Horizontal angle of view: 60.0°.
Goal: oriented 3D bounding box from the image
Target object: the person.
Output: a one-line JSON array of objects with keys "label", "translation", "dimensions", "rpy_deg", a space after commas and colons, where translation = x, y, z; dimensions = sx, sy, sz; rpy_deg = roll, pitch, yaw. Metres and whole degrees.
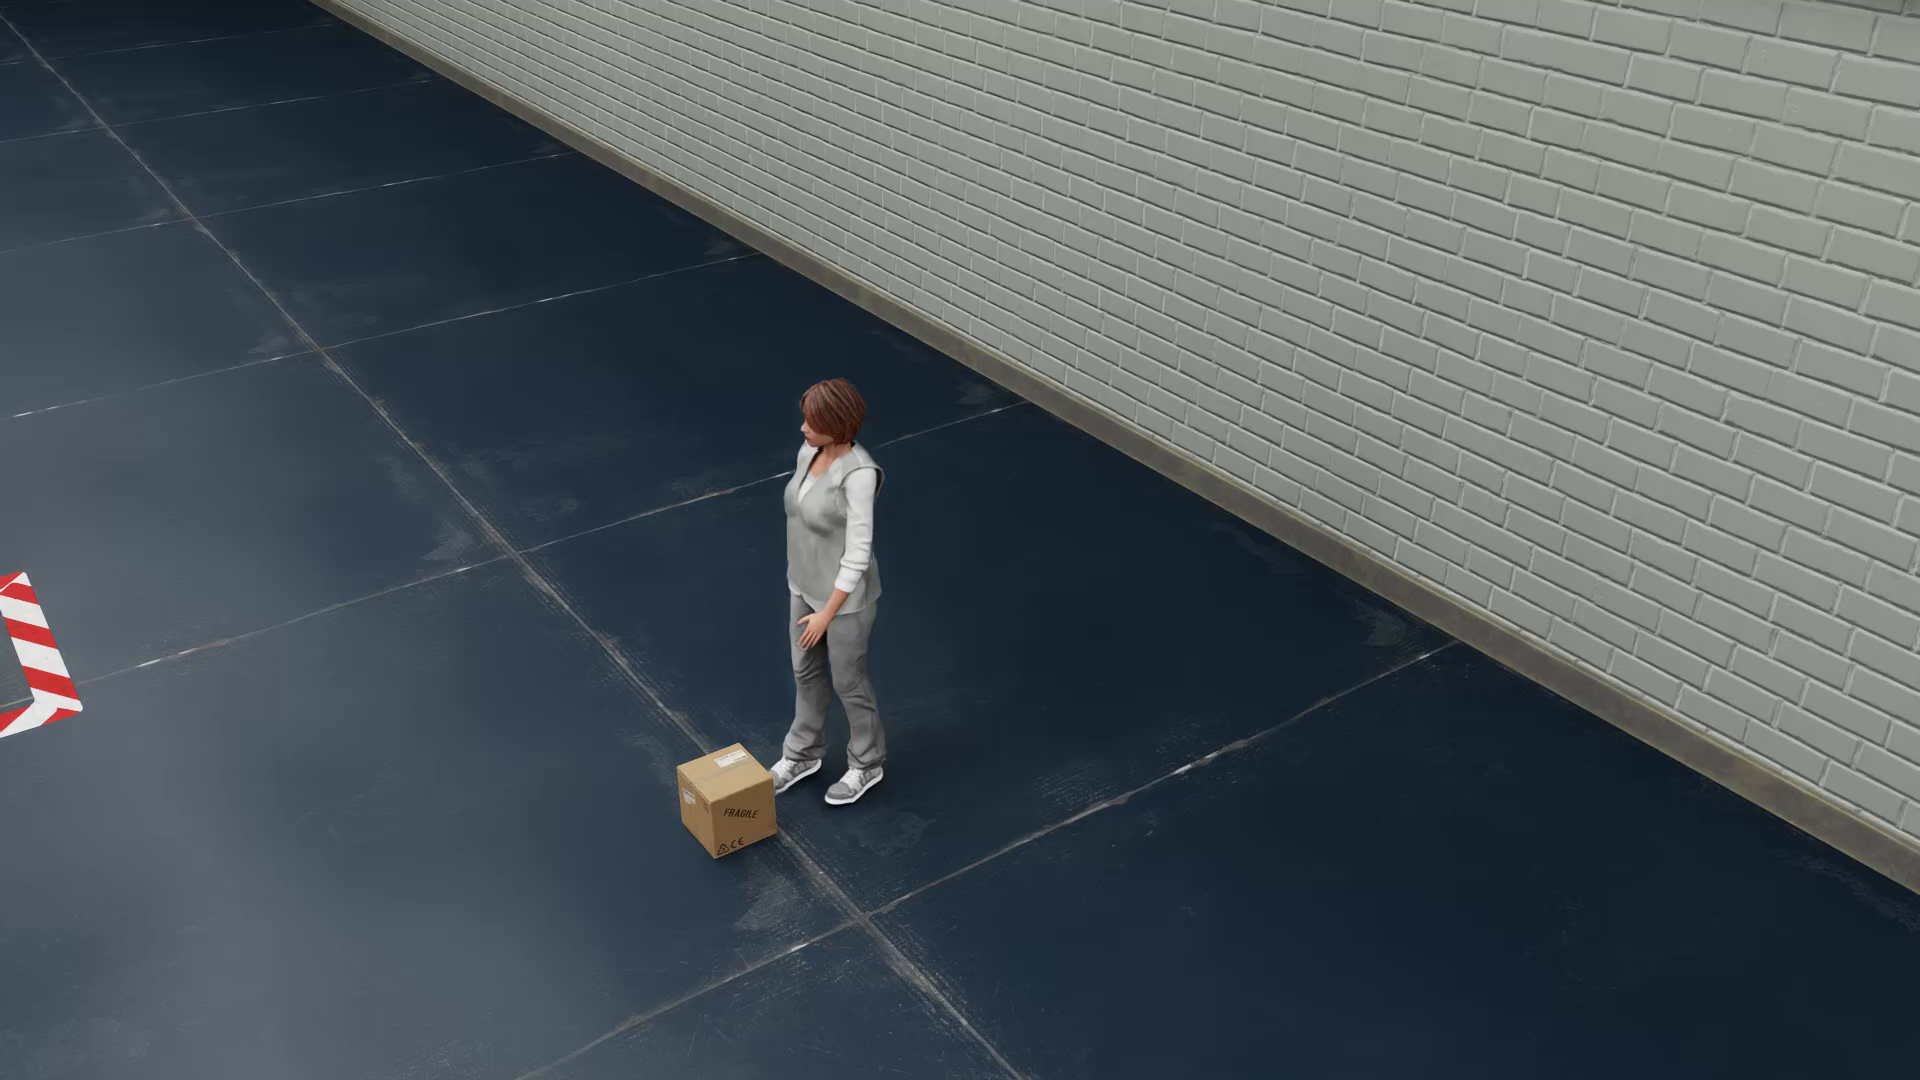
[{"label": "person", "translation": [-0.440, 0.205, 5.770], "dimensions": [0.316, 1.601, 0.411], "rpy_deg": [-18, 34, -29]}]
